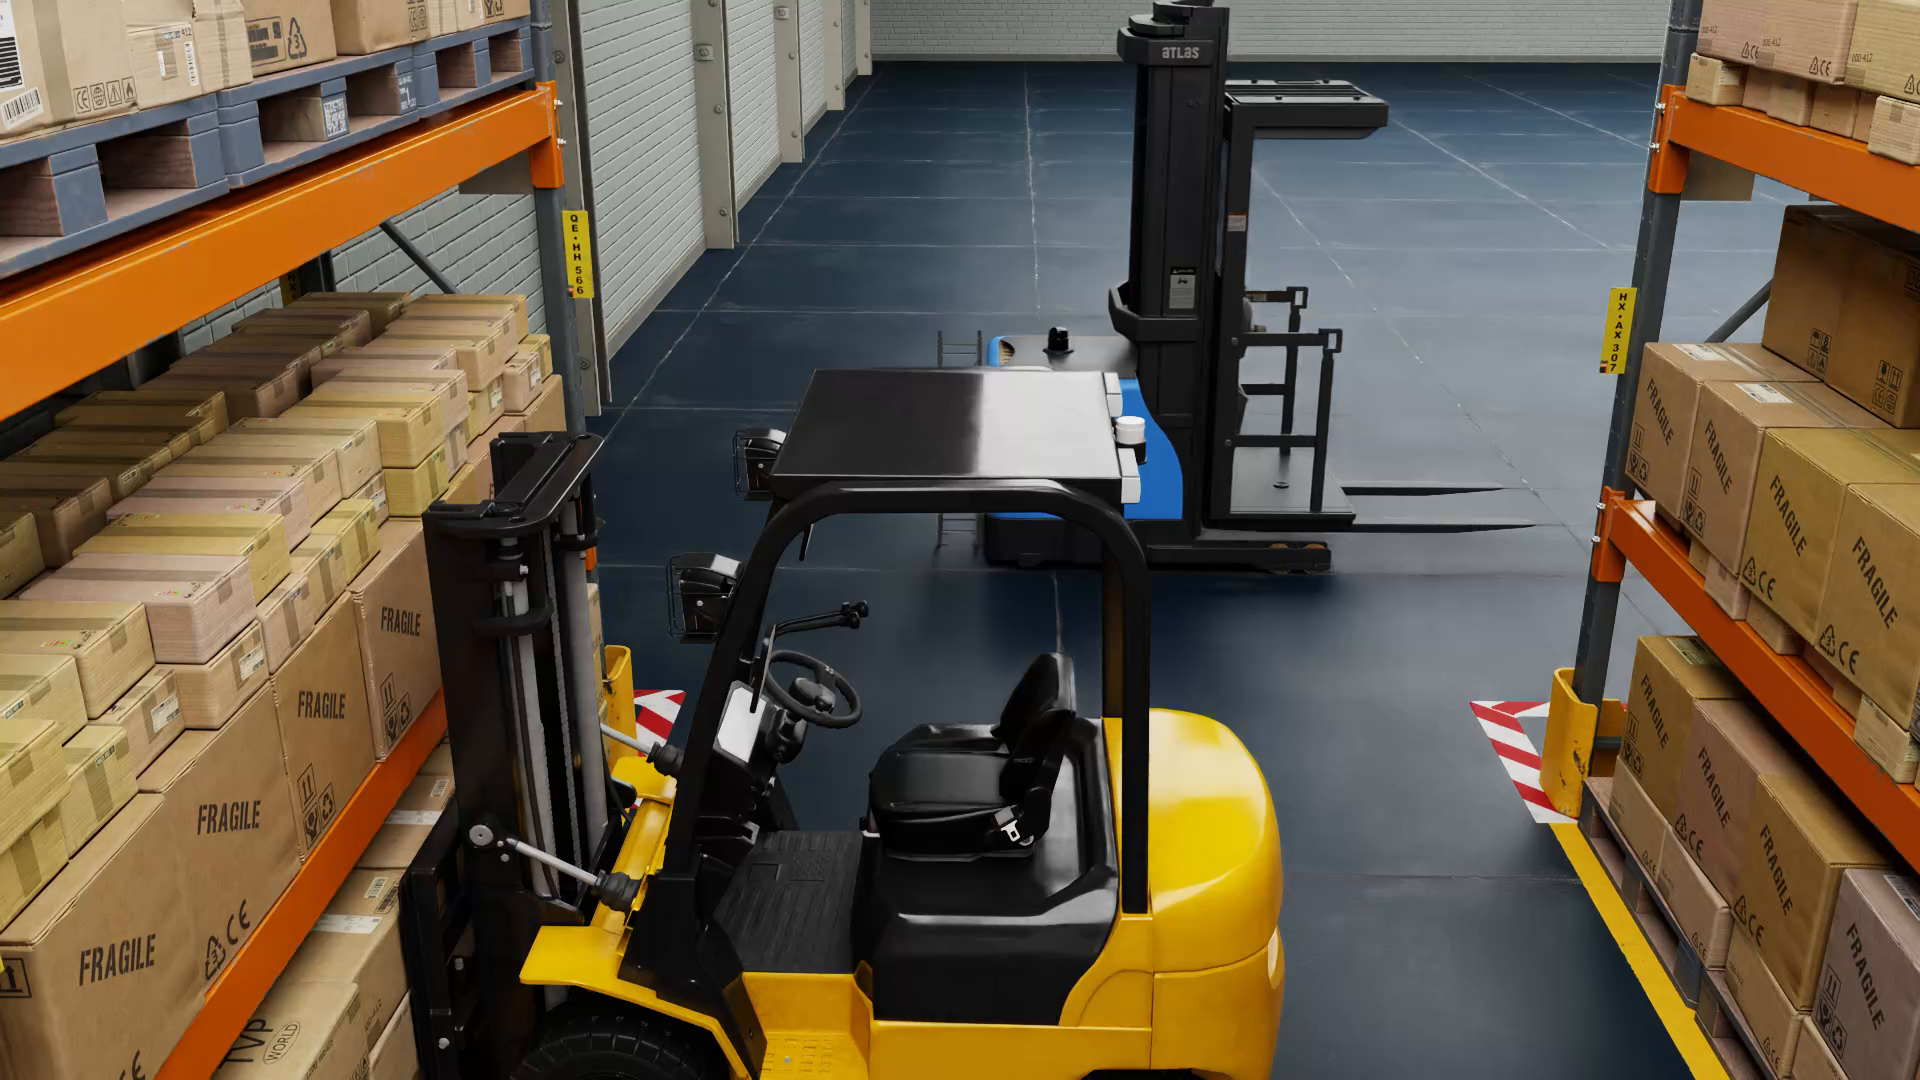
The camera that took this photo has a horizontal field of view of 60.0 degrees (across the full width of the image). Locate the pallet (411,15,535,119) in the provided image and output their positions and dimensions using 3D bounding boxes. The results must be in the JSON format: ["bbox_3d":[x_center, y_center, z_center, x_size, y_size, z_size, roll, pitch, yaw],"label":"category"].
[{"bbox_3d":[-2.014,-1.524,5.286,1.003,0.211,1.213,1,21,2],"label":"pallet"}]

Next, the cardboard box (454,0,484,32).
[{"bbox_3d":[-1.688,-1.643,5.099,0.380,0.149,0.250,0,21,0],"label":"cardboard box"}]

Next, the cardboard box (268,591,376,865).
[{"bbox_3d":[-1.800,0.448,4.089,0.500,0.500,0.500,0,21,1],"label":"cardboard box"}]

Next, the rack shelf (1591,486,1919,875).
[{"bbox_3d":[2.934,0.689,4.600,1.077,0.370,4.000,1,21,2],"label":"rack shelf"}]

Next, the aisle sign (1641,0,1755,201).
[{"bbox_3d":[2.687,-1.607,5.930,0.394,0.787,0.004,1,21,2],"label":"aisle sign"}]

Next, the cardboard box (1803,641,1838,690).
[{"bbox_3d":[2.719,0.336,4.863,0.380,0.149,0.250,1,21,3],"label":"cardboard box"}]

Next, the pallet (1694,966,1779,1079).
[{"bbox_3d":[2.893,1.692,4.878,1.003,0.211,1.213,1,21,2],"label":"pallet"}]

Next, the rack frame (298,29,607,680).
[{"bbox_3d":[-1.966,-0.423,6.471,1.000,3.000,0.127,1,21,2],"label":"rack frame"}]

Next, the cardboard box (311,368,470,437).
[{"bbox_3d":[-1.703,-0.409,4.991,0.380,0.149,0.250,1,21,3],"label":"cardboard box"}]

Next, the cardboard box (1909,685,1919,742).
[{"bbox_3d":[2.659,0.354,3.919,0.500,0.500,0.500,1,21,3],"label":"cardboard box"}]

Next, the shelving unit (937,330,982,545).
[{"bbox_3d":[-0.004,-0.565,9.325,0.258,1.200,0.189,0,21,0],"label":"shelving unit"}]

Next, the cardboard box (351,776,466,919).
[{"bbox_3d":[-1.706,0.918,4.855,0.500,0.250,0.500,0,21,1],"label":"cardboard box"}]

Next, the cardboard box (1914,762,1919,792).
[{"bbox_3d":[2.644,0.615,4.144,0.380,0.149,0.250,0,21,1],"label":"cardboard box"}]

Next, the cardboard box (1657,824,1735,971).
[{"bbox_3d":[2.671,1.190,5.536,0.500,0.250,0.500,1,21,4],"label":"cardboard box"}]

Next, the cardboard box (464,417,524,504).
[{"bbox_3d":[-1.744,-0.101,5.504,0.500,0.500,0.500,1,21,3],"label":"cardboard box"}]

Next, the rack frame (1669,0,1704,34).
[{"bbox_3d":[2.995,-3.166,5.249,1.000,3.000,0.127,1,21,2],"label":"rack frame"}]

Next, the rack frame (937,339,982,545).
[{"bbox_3d":[-0.004,-0.532,9.240,0.240,1.200,0.006,0,21,0],"label":"rack frame"}]

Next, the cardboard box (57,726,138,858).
[{"bbox_3d":[-1.809,0.469,3.139,0.380,0.149,0.250,1,21,3],"label":"cardboard box"}]

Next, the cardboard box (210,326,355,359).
[{"bbox_3d":[-2.226,-0.601,5.486,0.380,0.149,0.250,1,21,3],"label":"cardboard box"}]

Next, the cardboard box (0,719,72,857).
[{"bbox_3d":[-1.782,0.424,2.843,0.380,0.149,0.250,1,21,3],"label":"cardboard box"}]

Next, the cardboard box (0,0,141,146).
[{"bbox_3d":[-1.819,-0.874,2.892,0.500,0.311,0.500,1,21,3],"label":"cardboard box"}]

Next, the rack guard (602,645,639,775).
[{"bbox_3d":[-1.965,0.734,6.946,1.175,0.500,0.348,1,21,2],"label":"rack guard"}]

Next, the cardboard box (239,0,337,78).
[{"bbox_3d":[-1.923,-1.368,3.901,0.797,0.503,0.637,1,21,3],"label":"cardboard box"}]

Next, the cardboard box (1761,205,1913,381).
[{"bbox_3d":[3.198,-0.834,5.599,0.700,0.500,0.500,0,21,0],"label":"cardboard box"}]

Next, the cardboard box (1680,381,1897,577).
[{"bbox_3d":[2.691,-0.199,5.346,0.500,0.500,0.500,1,21,3],"label":"cardboard box"}]

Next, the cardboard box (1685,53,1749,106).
[{"bbox_3d":[2.661,-1.534,5.537,0.380,0.149,0.250,1,21,2],"label":"cardboard box"}]

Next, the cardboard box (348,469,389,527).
[{"bbox_3d":[-1.809,-0.090,4.579,0.380,0.149,0.250,0,21,1],"label":"cardboard box"}]

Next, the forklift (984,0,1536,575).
[{"bbox_3d":[1.656,-1.371,9.010,3.031,2.935,1.130,0,21,1],"label":"forklift"}]

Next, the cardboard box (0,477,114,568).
[{"bbox_3d":[-2.309,-0.045,4.053,0.380,0.149,0.250,0,21,1],"label":"cardboard box"}]

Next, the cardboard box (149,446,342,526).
[{"bbox_3d":[-1.832,-0.133,4.279,0.380,0.149,0.250,1,21,2],"label":"cardboard box"}]

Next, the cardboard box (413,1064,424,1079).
[{"bbox_3d":[-1.742,1.569,4.559,0.500,0.250,0.500,1,21,3],"label":"cardboard box"}]

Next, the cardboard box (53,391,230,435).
[{"bbox_3d":[-2.337,-0.323,4.767,0.380,0.149,0.250,0,21,0],"label":"cardboard box"}]

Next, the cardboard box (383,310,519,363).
[{"bbox_3d":[-1.743,-0.689,5.711,0.380,0.149,0.250,1,21,2],"label":"cardboard box"}]

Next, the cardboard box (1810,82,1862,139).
[{"bbox_3d":[2.717,-1.253,4.812,0.380,0.149,0.250,1,21,1],"label":"cardboard box"}]

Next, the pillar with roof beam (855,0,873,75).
[{"bbox_3d":[2.327,-13.777,32.596,9.100,9.000,0.400,1,21,2],"label":"pillar with roof beam"}]

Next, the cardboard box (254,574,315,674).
[{"bbox_3d":[-1.738,0.191,3.855,0.380,0.149,0.250,0,21,1],"label":"cardboard box"}]

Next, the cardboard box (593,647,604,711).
[{"bbox_3d":[-1.669,0.610,6.340,0.500,0.250,0.500,0,21,1],"label":"cardboard box"}]

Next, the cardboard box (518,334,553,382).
[{"bbox_3d":[-1.697,-0.643,6.005,0.380,0.149,0.250,1,21,2],"label":"cardboard box"}]

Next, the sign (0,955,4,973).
[{"bbox_3d":[-1.545,0.523,2.542,0.100,0.325,0.005,1,21,2],"label":"sign"}]

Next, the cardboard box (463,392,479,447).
[{"bbox_3d":[-1.763,-0.368,5.295,0.380,0.149,0.250,0,21,1],"label":"cardboard box"}]

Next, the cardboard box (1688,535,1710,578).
[{"bbox_3d":[2.695,0.055,5.588,0.380,0.149,0.250,0,21,0],"label":"cardboard box"}]

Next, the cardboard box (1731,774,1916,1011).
[{"bbox_3d":[2.659,1.035,4.899,0.500,0.500,0.500,1,21,3],"label":"cardboard box"}]

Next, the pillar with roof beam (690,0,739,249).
[{"bbox_3d":[1.780,-7.269,15.823,9.100,9.000,0.400,1,21,2],"label":"pillar with roof beam"}]

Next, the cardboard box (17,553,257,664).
[{"bbox_3d":[-1.755,0.144,3.564,0.380,0.149,0.250,1,21,3],"label":"cardboard box"}]

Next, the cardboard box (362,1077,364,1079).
[{"bbox_3d":[-1.751,1.523,3.986,0.500,0.250,0.500,1,21,1],"label":"cardboard box"}]

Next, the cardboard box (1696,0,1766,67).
[{"bbox_3d":[2.714,-1.658,5.304,0.500,0.250,0.500,0,21,1],"label":"cardboard box"}]
